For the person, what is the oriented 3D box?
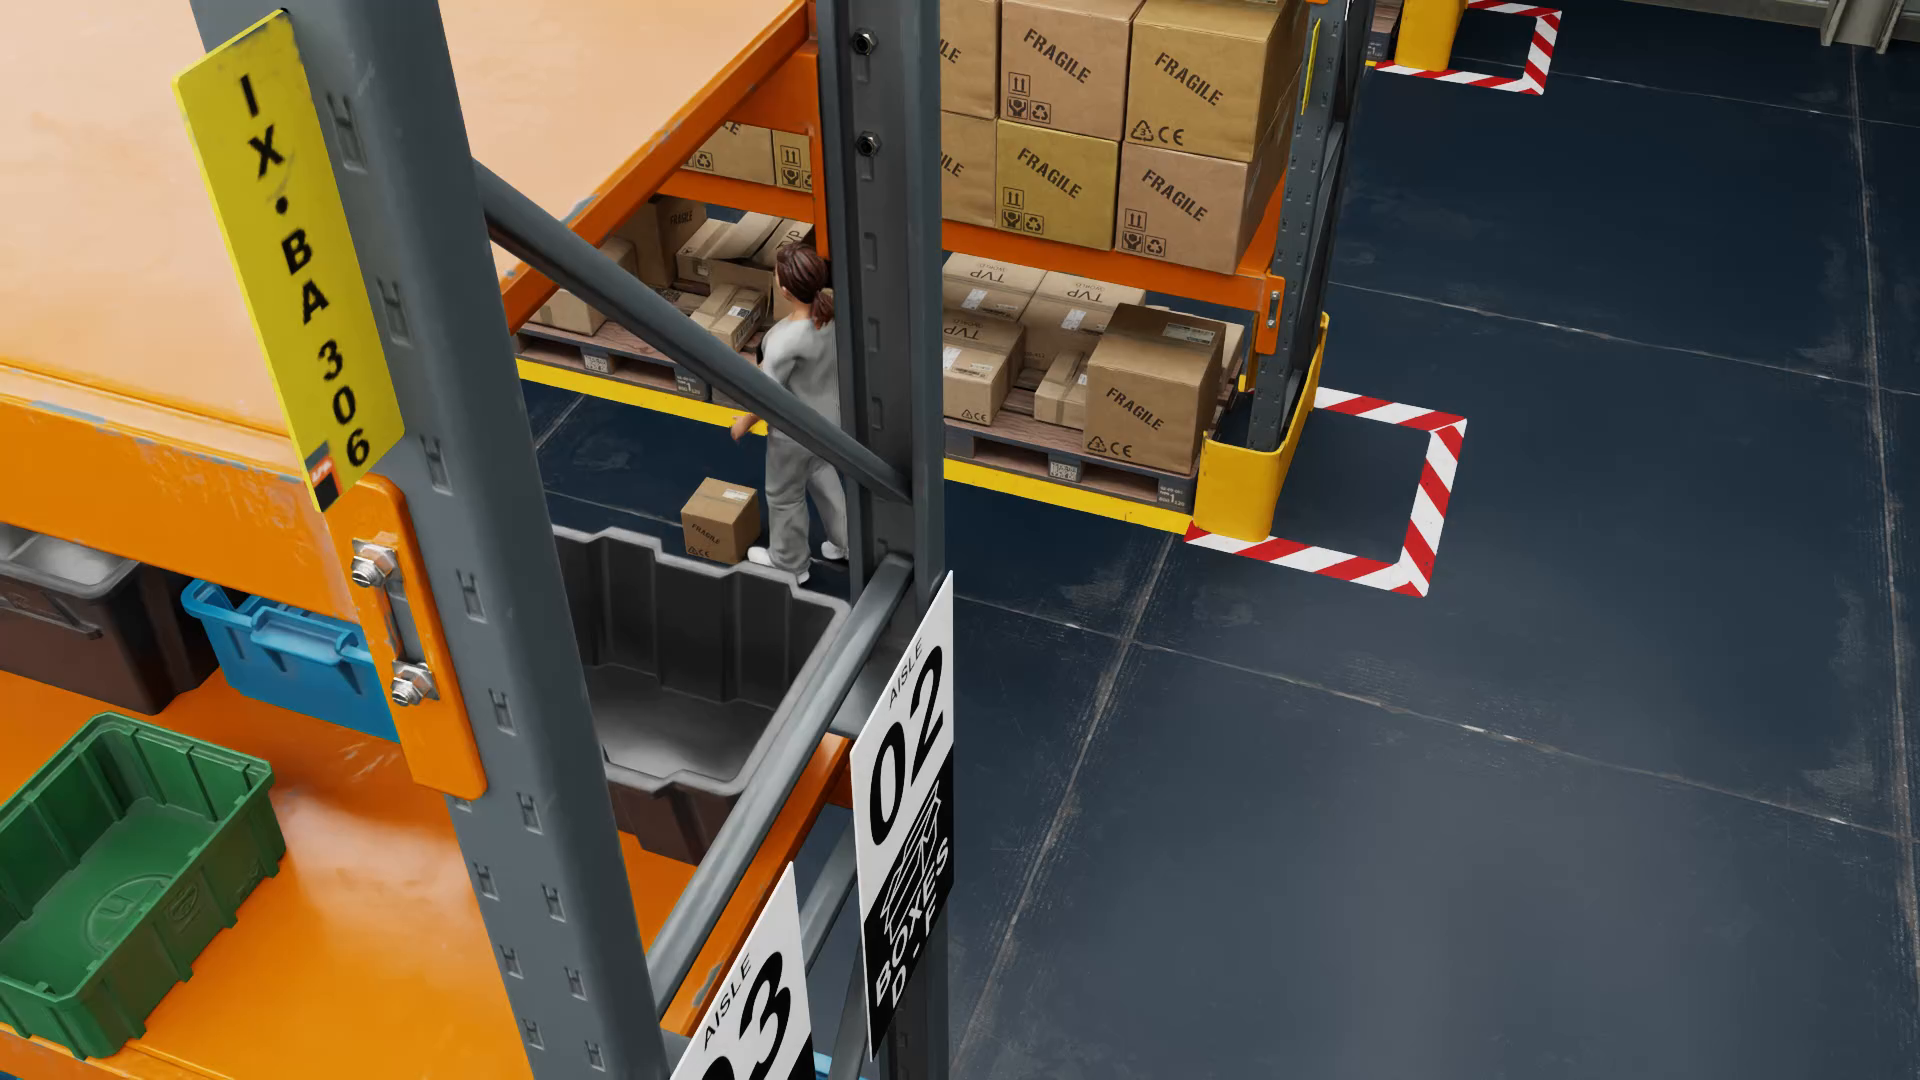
[{"bbox_3d":[-0.661,-0.476,6.692,0.529,1.697,0.465,26,48,26],"label":"person"}]
